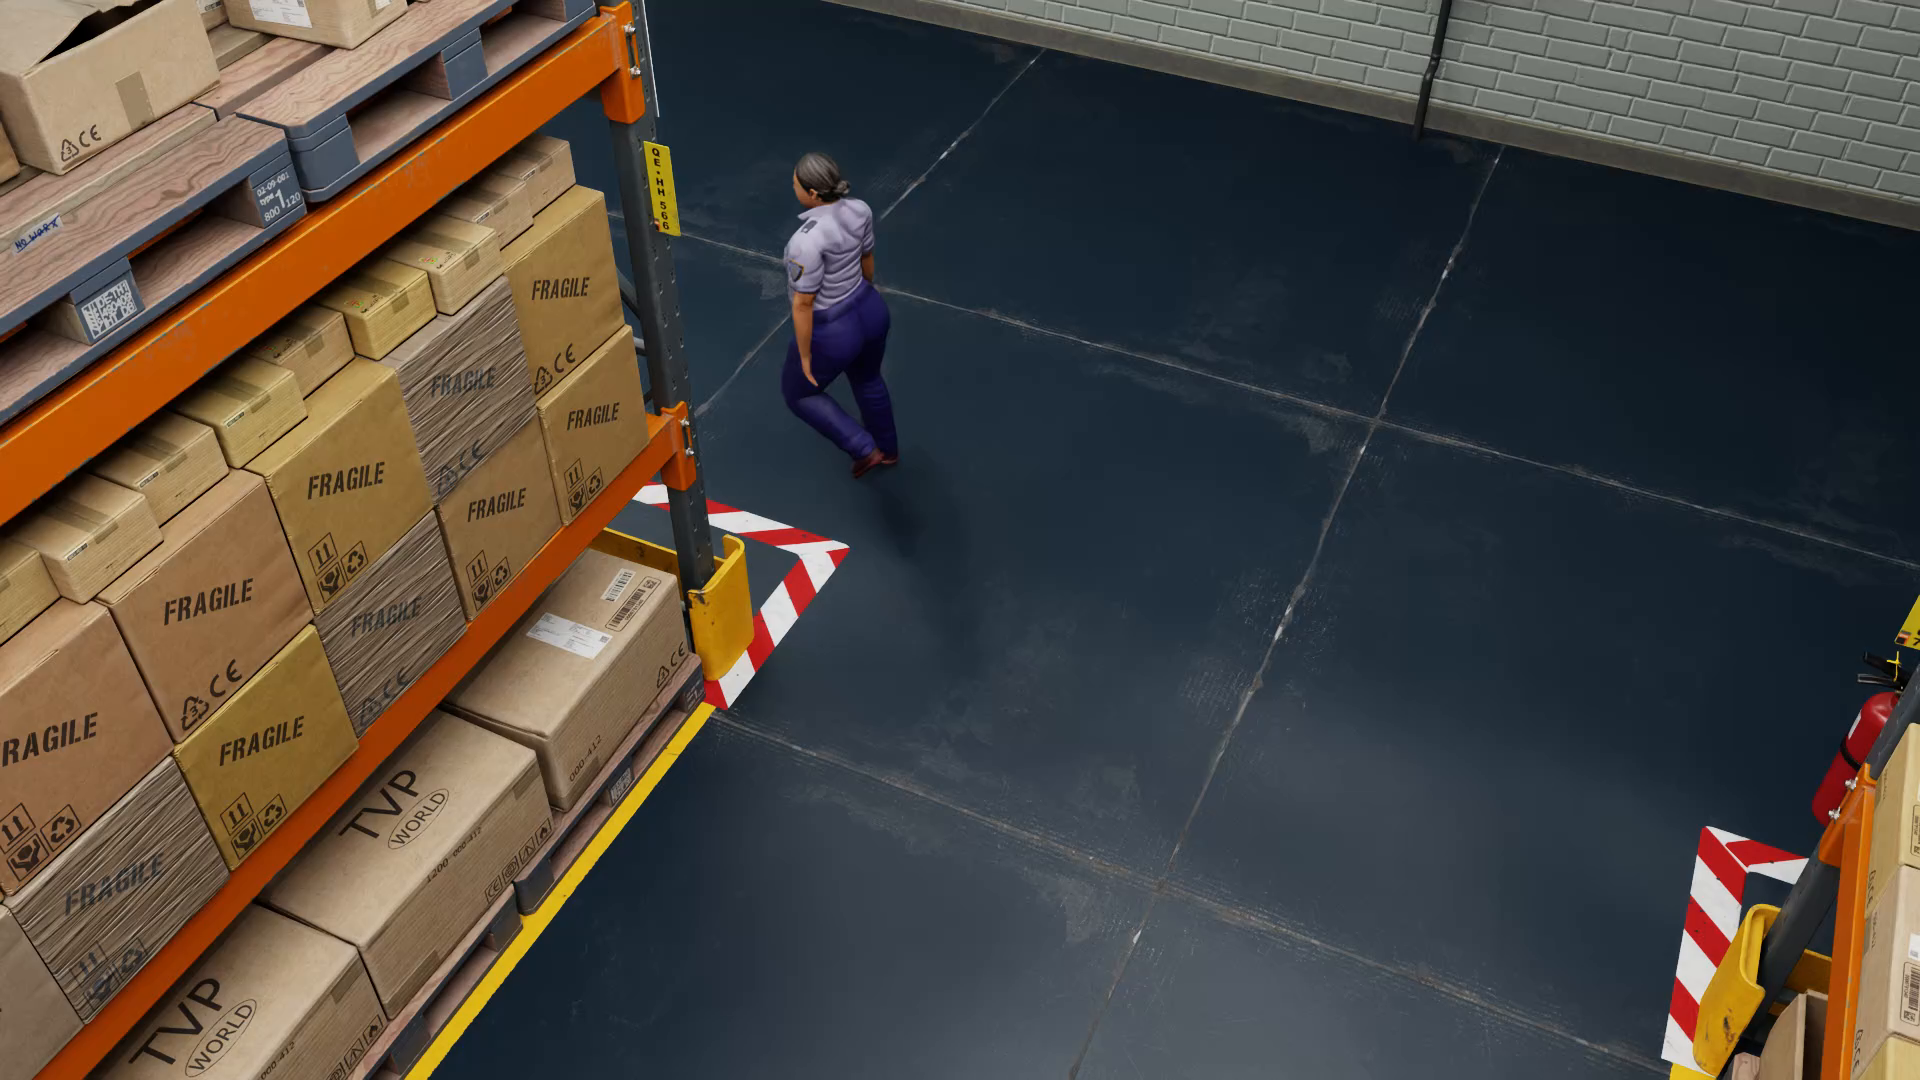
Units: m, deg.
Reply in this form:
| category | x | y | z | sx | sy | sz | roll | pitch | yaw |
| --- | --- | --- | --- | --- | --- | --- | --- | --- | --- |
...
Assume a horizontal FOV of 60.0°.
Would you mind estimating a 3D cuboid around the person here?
| category | x | y | z | sx | sy | sz | roll | pitch | yaw |
| --- | --- | --- | --- | --- | --- | --- | --- | --- | --- |
| person | -0.503 | -0.923 | 7.163 | 0.485 | 1.627 | 0.618 | 25 | 48 | 25 |
